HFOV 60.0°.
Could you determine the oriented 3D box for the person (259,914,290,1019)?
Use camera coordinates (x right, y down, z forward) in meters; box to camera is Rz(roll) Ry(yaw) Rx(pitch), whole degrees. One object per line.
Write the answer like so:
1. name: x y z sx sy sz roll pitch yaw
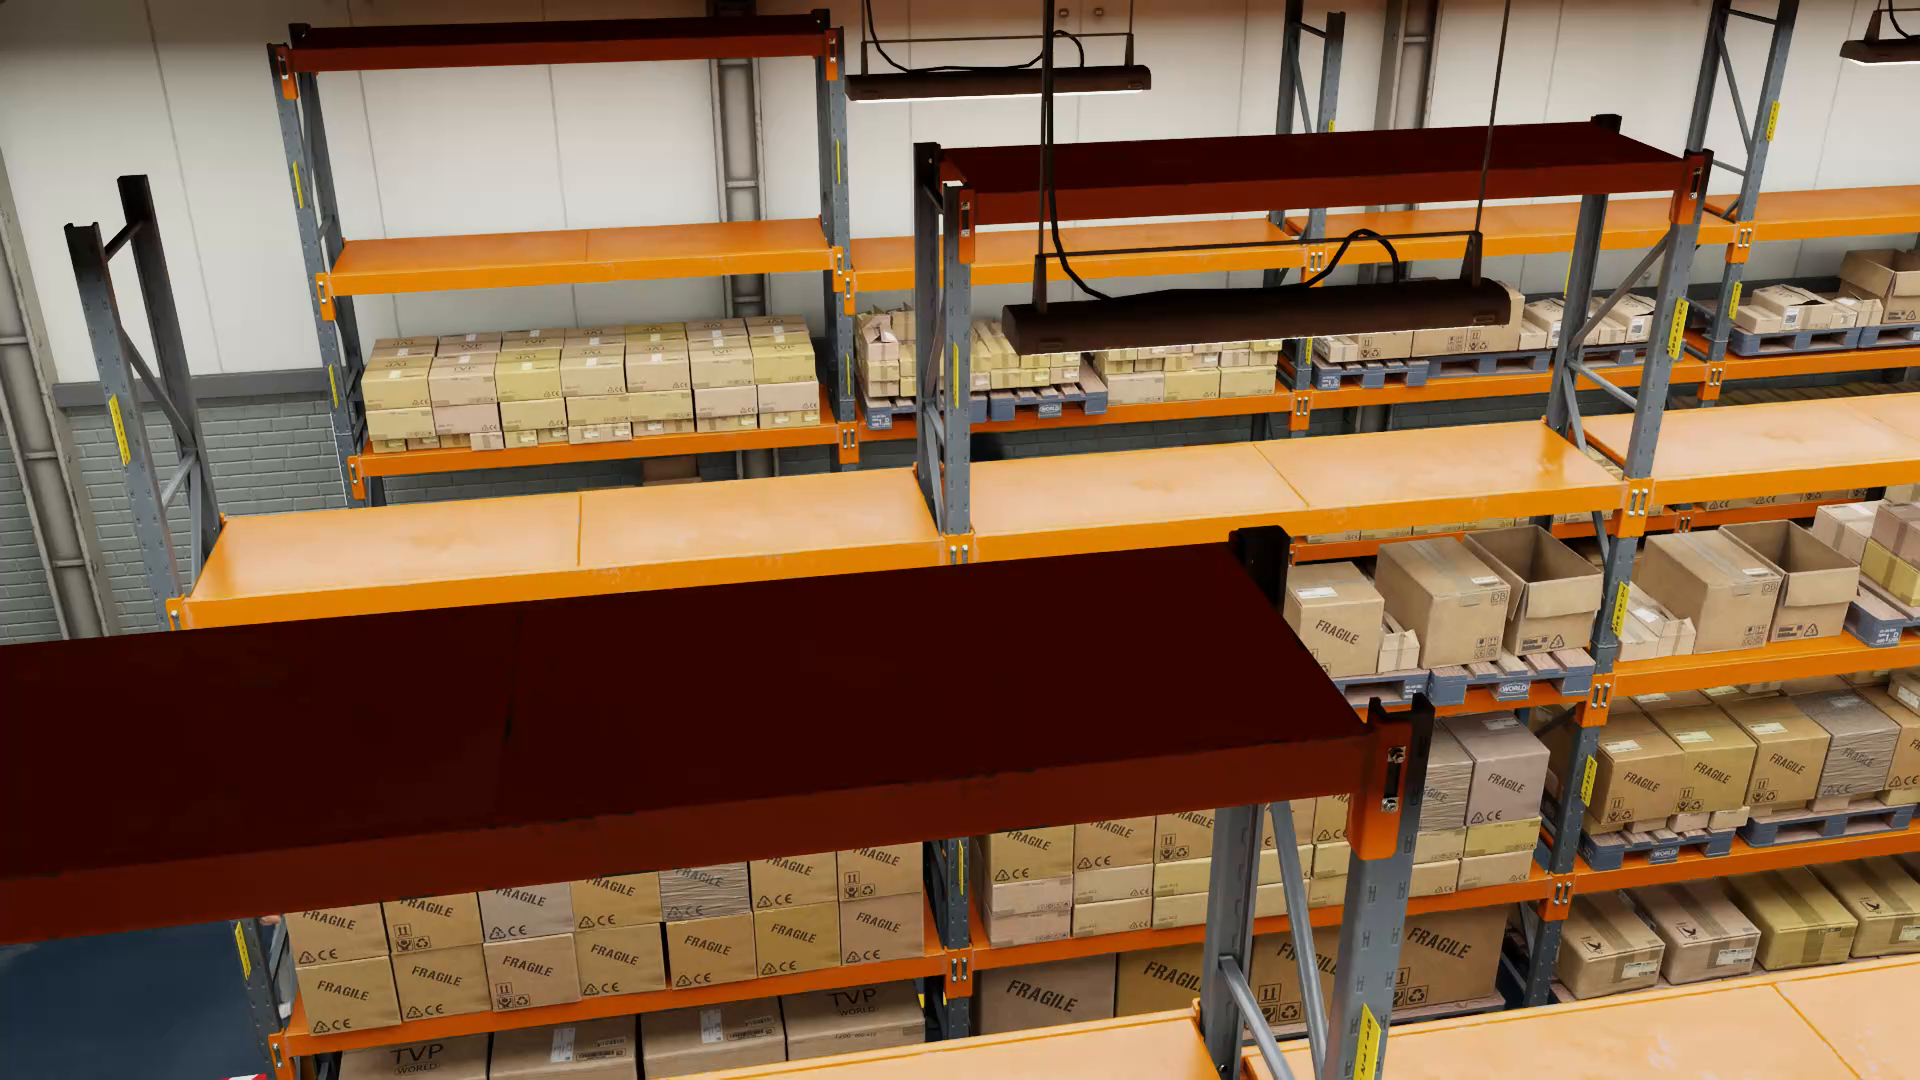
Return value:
1. person: -4.372 2.532 11.204 0.784 1.652 0.592 -14 29 -27
